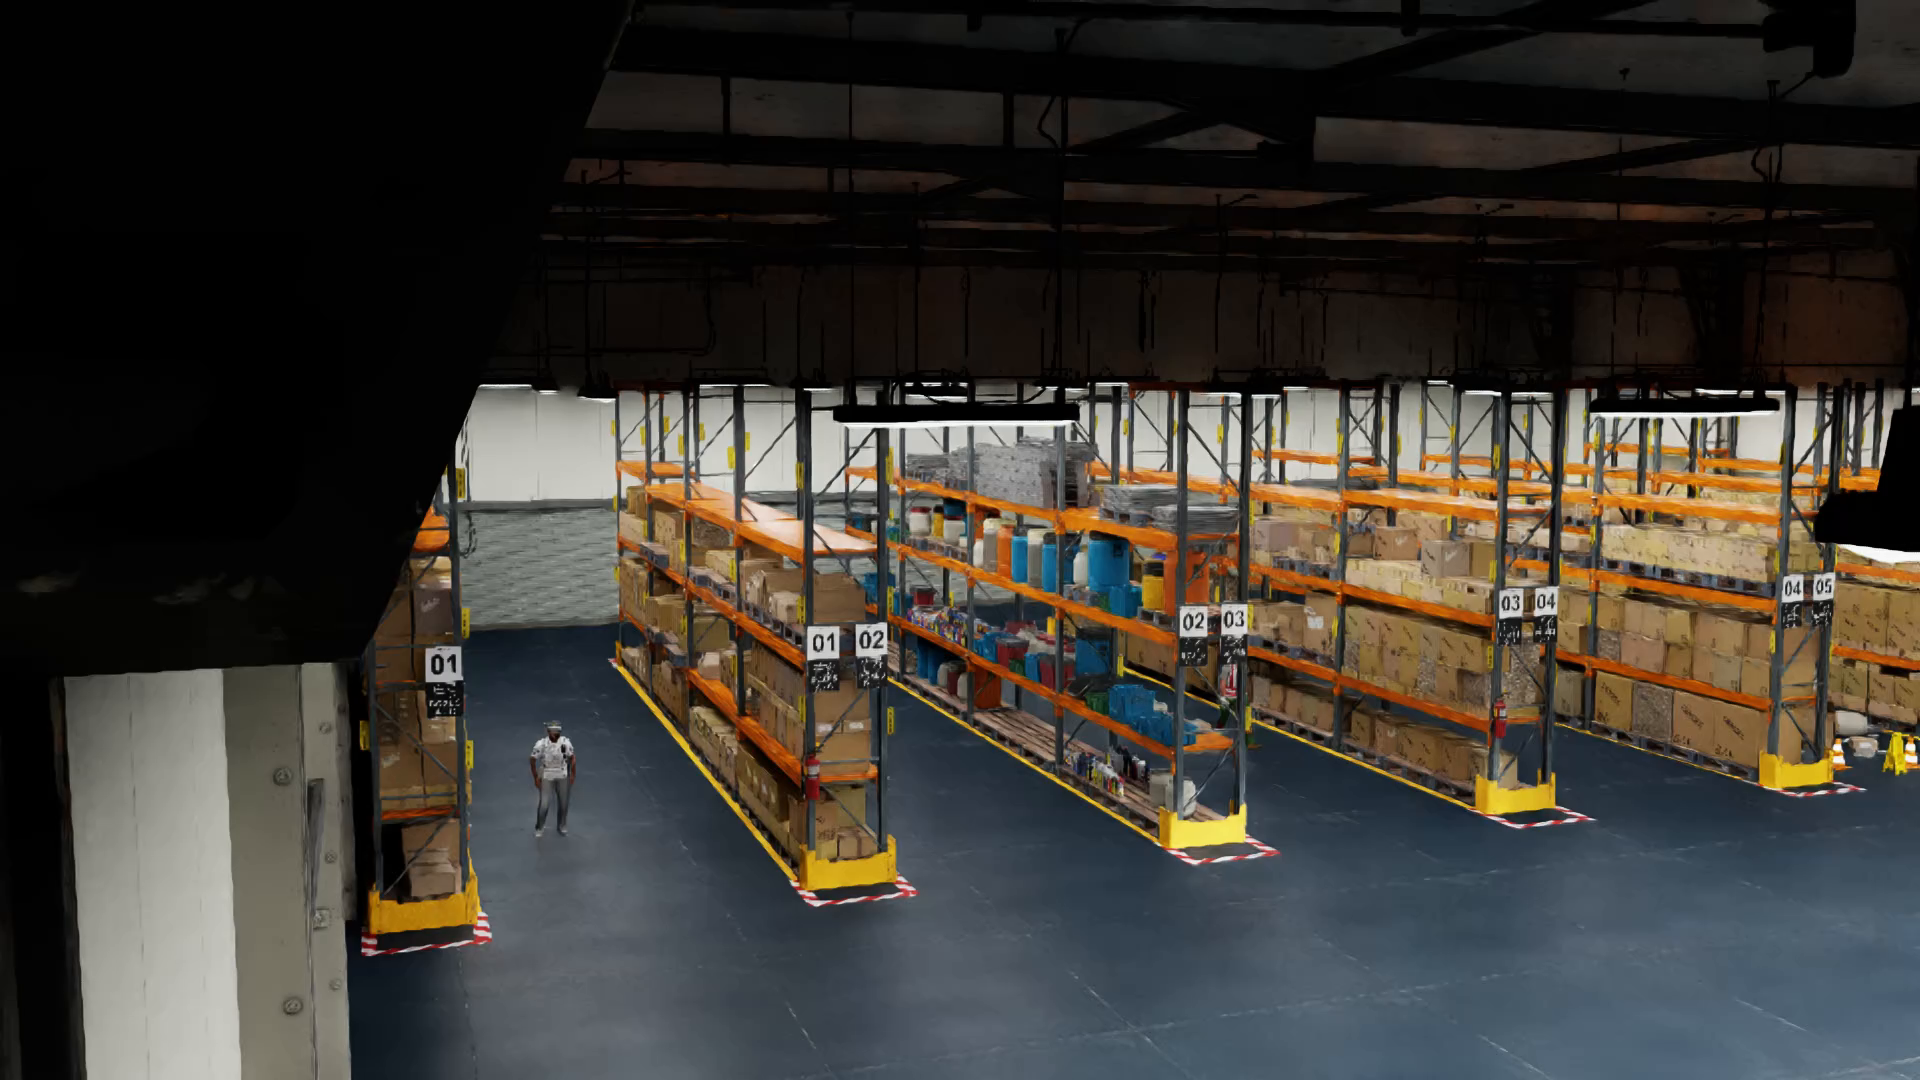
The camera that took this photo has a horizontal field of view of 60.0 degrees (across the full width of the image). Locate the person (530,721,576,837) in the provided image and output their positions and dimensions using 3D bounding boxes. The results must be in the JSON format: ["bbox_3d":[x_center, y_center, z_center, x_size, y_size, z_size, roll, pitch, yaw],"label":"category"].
[{"bbox_3d":[-5.441,3.179,22.260,0.592,1.629,0.532,-2,6,-21],"label":"person"}]

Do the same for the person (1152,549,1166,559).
[{"bbox_3d":[5.259,0.896,43.811,0.443,1.586,1.002,-1,6,-10],"label":"person"}]

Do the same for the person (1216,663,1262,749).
[{"bbox_3d":[4.564,2.565,27.466,0.553,1.709,1.117,-2,6,-17],"label":"person"}]
